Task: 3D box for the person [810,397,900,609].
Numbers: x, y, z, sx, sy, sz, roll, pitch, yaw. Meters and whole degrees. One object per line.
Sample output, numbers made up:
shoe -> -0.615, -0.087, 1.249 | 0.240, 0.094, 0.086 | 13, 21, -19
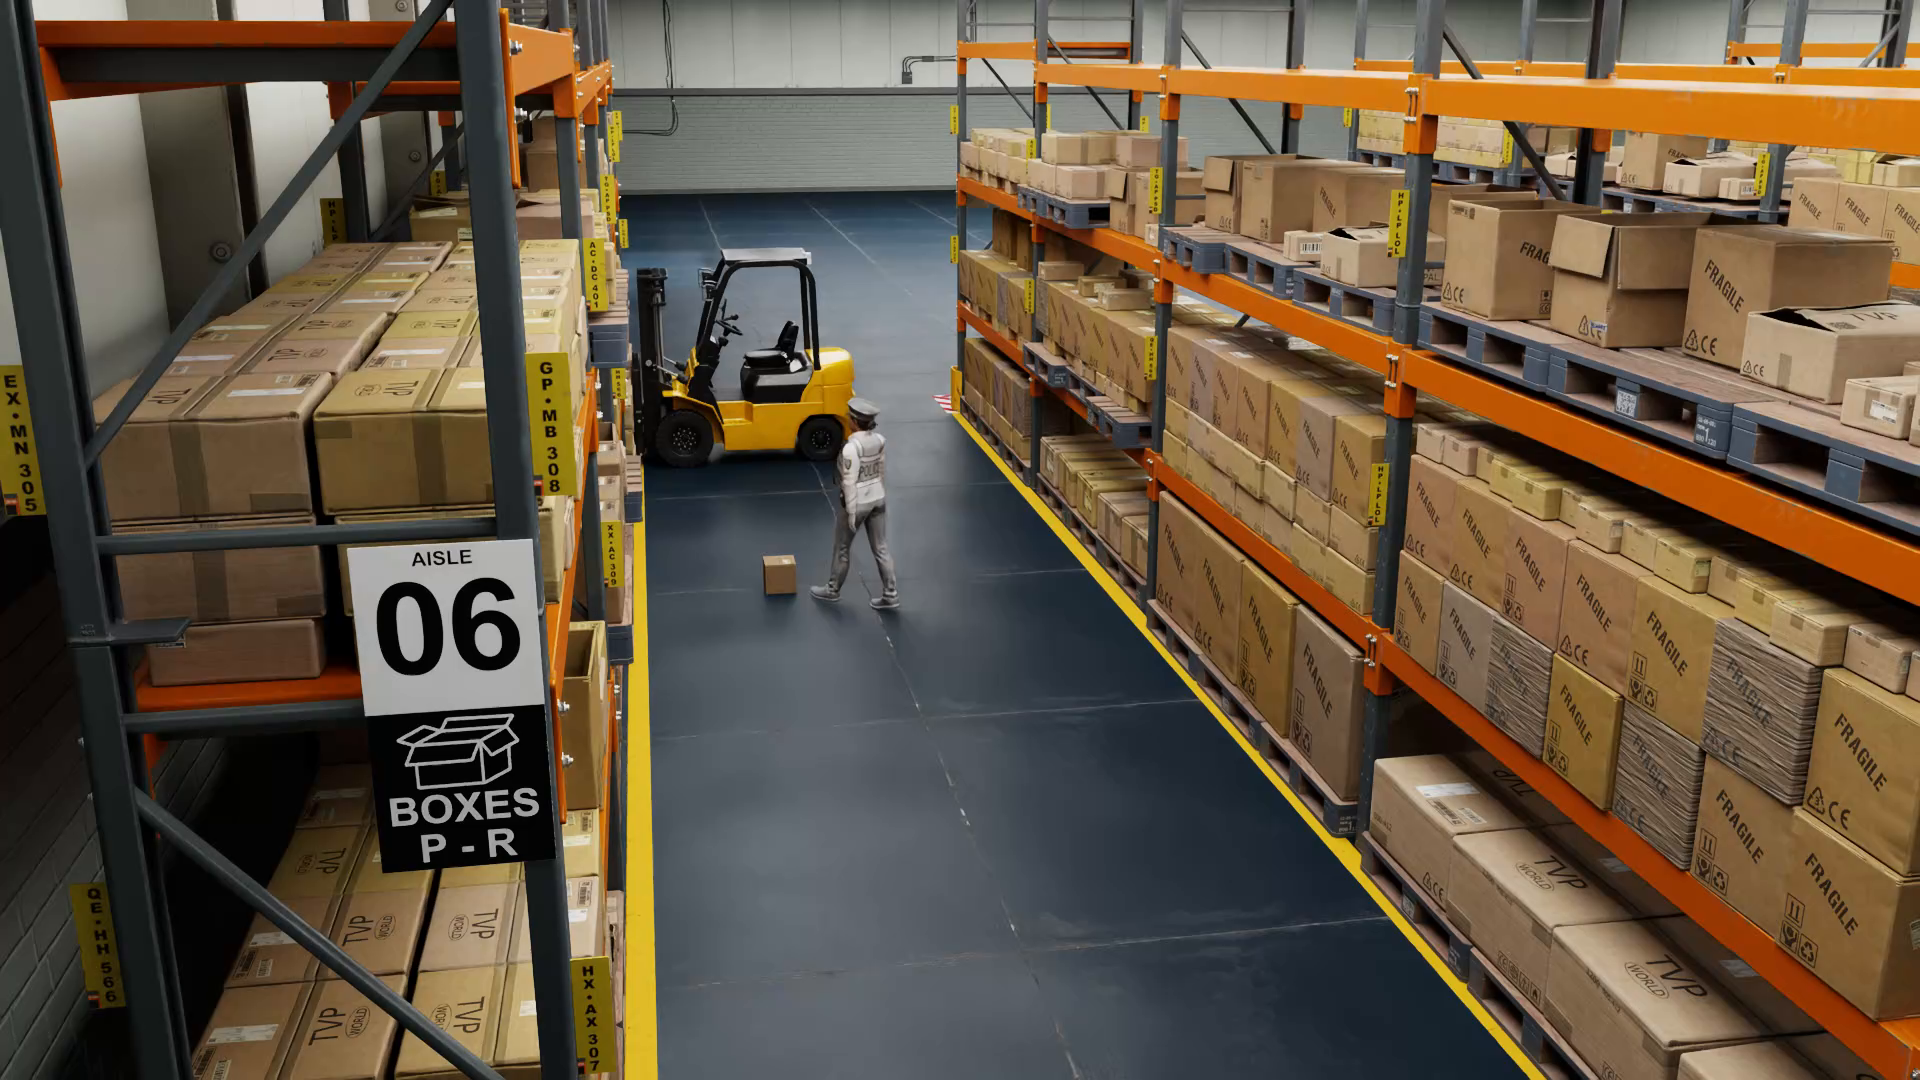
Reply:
person -> -0.808, -0.299, 12.980 | 0.800, 1.666, 0.490 | 14, 22, 39
